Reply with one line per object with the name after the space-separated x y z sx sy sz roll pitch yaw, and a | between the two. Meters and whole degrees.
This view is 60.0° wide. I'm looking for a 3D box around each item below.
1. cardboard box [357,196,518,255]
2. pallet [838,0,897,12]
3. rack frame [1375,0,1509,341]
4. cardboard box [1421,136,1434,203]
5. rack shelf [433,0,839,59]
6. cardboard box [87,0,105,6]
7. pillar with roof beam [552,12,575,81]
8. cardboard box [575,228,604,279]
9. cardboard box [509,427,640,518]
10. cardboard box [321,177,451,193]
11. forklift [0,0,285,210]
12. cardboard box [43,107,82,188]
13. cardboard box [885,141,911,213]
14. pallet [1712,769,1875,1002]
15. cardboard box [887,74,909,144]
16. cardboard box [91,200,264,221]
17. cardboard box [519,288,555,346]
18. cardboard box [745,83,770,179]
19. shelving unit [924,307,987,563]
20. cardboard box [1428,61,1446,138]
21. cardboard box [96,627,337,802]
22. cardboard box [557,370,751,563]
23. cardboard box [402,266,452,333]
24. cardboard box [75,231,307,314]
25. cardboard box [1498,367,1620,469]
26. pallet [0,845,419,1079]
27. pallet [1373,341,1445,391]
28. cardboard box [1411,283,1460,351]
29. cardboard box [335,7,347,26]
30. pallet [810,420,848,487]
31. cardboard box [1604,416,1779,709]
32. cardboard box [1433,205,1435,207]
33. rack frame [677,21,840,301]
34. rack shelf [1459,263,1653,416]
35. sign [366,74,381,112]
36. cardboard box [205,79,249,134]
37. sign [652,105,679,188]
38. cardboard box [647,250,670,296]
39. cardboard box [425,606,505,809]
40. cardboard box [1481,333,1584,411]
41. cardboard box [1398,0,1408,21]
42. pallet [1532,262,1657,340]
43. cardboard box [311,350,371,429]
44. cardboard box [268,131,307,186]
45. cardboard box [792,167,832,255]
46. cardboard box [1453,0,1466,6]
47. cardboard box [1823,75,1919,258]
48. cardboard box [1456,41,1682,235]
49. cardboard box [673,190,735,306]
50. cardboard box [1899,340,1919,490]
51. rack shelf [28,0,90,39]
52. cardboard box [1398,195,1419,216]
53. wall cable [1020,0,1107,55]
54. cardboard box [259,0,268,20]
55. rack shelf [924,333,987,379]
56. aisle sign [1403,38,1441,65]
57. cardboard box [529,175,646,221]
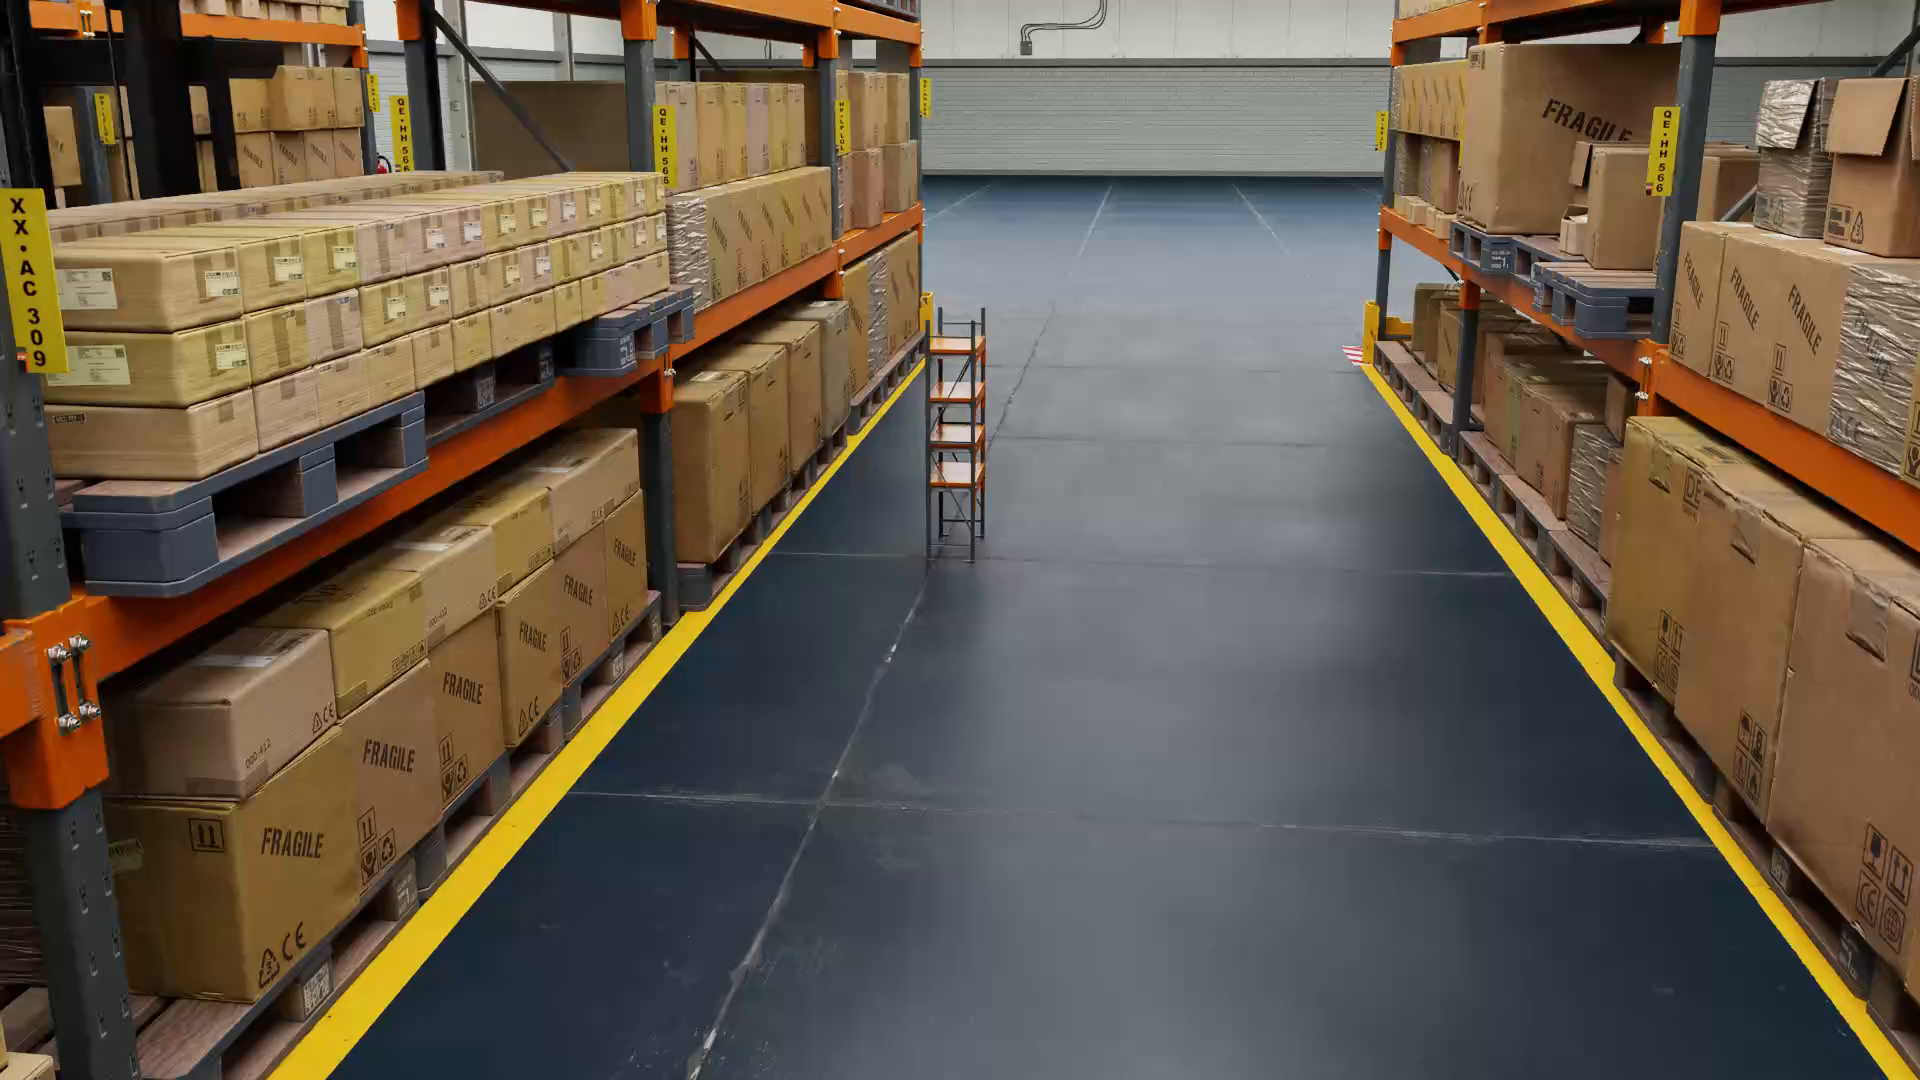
-1.520 -0.918 4.846 0.380 0.149 0.250 2 15 8 | cardboard box
-1.047 -4.062 12.363 1.003 0.211 1.213 2 15 6 | pallet
4.078 -2.995 13.991 1.000 3.000 0.127 2 15 6 | rack frame
3.952 -2.783 12.447 0.875 0.500 0.500 2 15 6 | cardboard box
-1.516 -2.712 8.576 1.077 0.370 4.000 2 15 6 | rack shelf
-5.938 -3.651 11.151 0.380 0.149 0.250 1 15 5 | cardboard box
-4.690 -12.272 36.806 9.100 9.000 0.400 2 15 6 | pillar with roof beam
-1.429 -0.973 5.622 0.380 0.149 0.250 2 15 6 | cardboard box
-1.558 -0.265 6.444 0.500 0.250 0.500 1 15 5 | cardboard box
-2.046 -1.214 5.941 0.380 0.149 0.250 2 15 6 | cardboard box
-3.972 -1.410 8.262 1.130 2.935 3.031 1 15 2 | forklift
-6.044 -2.517 10.659 0.500 0.500 0.500 1 15 5 | cardboard box
-0.876 -2.999 13.718 0.875 0.550 0.550 2 15 6 | cardboard box
2.871 0.944 4.767 1.003 0.211 1.213 2 15 6 | pallet
-0.890 -3.520 13.579 0.875 0.550 0.550 2 15 6 | cardboard box
-2.194 -0.871 4.675 0.380 0.149 0.250 1 15 4 | cardboard box
-1.491 -0.700 5.180 0.380 0.149 0.250 2 15 8 | cardboard box
-1.454 -2.267 9.193 0.700 0.500 0.500 2 15 7 | cardboard box
-0.019 -0.536 8.347 0.258 1.200 0.503 2 15 6 | shelving unit
3.516 -3.016 11.393 0.500 0.500 0.500 2 15 6 | cardboard box
-1.847 0.403 3.972 0.500 0.250 0.500 1 15 4 | cardboard box
-1.584 -0.364 7.768 1.050 0.750 0.750 1 15 5 | cardboard box
-1.579 -0.640 4.390 0.380 0.149 0.250 2 15 9 | cardboard box
-1.666 -0.585 3.615 0.380 0.149 0.250 2 15 8 | cardboard box
3.463 -0.681 9.382 0.700 0.500 0.500 2 15 6 | cardboard box
-2.107 1.089 4.230 1.003 0.211 1.213 2 15 6 | pallet
3.943 -1.419 13.507 1.003 0.211 1.213 2 15 6 | pallet
3.991 -1.830 13.666 0.500 0.500 0.500 5 16 17 | cardboard box
-5.531 -4.513 14.339 0.380 0.149 0.250 2 15 7 | cardboard box
-1.302 -0.581 10.408 1.003 0.211 1.213 2 15 6 | pallet
3.077 0.081 5.881 1.225 0.875 0.875 1 15 4 | cardboard box
3.647 -2.352 12.094 0.380 0.149 0.250 2 15 6 | cardboard box
-1.290 -2.130 10.792 1.000 3.000 0.127 2 15 6 | rack frame
3.401 -1.092 8.330 1.077 0.370 4.000 2 15 6 | rack shelf
-5.220 -3.977 14.799 0.100 0.325 0.005 2 15 6 | sign
-5.792 -3.293 12.416 0.700 0.500 0.500 1 15 5 | cardboard box
-1.201 -1.600 6.764 0.100 0.325 0.005 2 15 6 | sign
-1.341 -1.032 6.410 0.380 0.149 0.250 2 15 7 | cardboard box
-1.742 0.492 5.082 0.500 0.500 0.500 2 15 7 | cardboard box
3.711 -1.056 10.806 0.500 0.500 0.500 1 15 5 | cardboard box
3.767 -4.253 13.186 0.500 0.250 0.500 2 15 8 | cardboard box
3.150 -1.015 7.038 1.213 0.211 1.003 2 15 6 | pallet
-1.634 -0.362 3.930 0.380 0.149 0.250 2 15 7 | cardboard box
-5.677 -3.070 13.509 0.500 0.500 0.500 2 15 6 | cardboard box
-1.084 -2.035 10.249 0.500 0.500 0.500 2 15 6 | cardboard box
3.488 -3.594 10.748 0.500 0.250 0.500 2 15 8 | cardboard box
3.000 -1.094 4.850 0.797 0.503 0.637 2 15 8 | cardboard box
3.398 -2.248 9.275 1.000 1.000 1.000 2 15 7 | cardboard box
-1.368 -1.381 7.831 0.500 0.500 0.500 2 15 6 | cardboard box
2.620 -0.324 3.923 0.500 0.500 0.500 2 15 6 | cardboard box
-6.446 -2.831 9.018 1.077 0.370 4.000 2 15 6 | rack shelf
3.719 -2.678 13.301 0.380 0.149 0.250 2 15 6 | cardboard box
2.787 -16.038 44.219 2.305 6.003 0.169 2 15 6 | wall cable
-5.703 -4.181 13.114 0.380 0.149 0.250 1 15 5 | cardboard box
-0.019 -0.916 8.244 0.258 0.148 0.480 2 15 6 | rack shelf
3.787 -4.275 13.744 0.394 0.787 0.004 2 15 6 | aisle sign
-1.372 -1.255 6.095 0.380 0.149 0.250 2 15 6 | cardboard box
